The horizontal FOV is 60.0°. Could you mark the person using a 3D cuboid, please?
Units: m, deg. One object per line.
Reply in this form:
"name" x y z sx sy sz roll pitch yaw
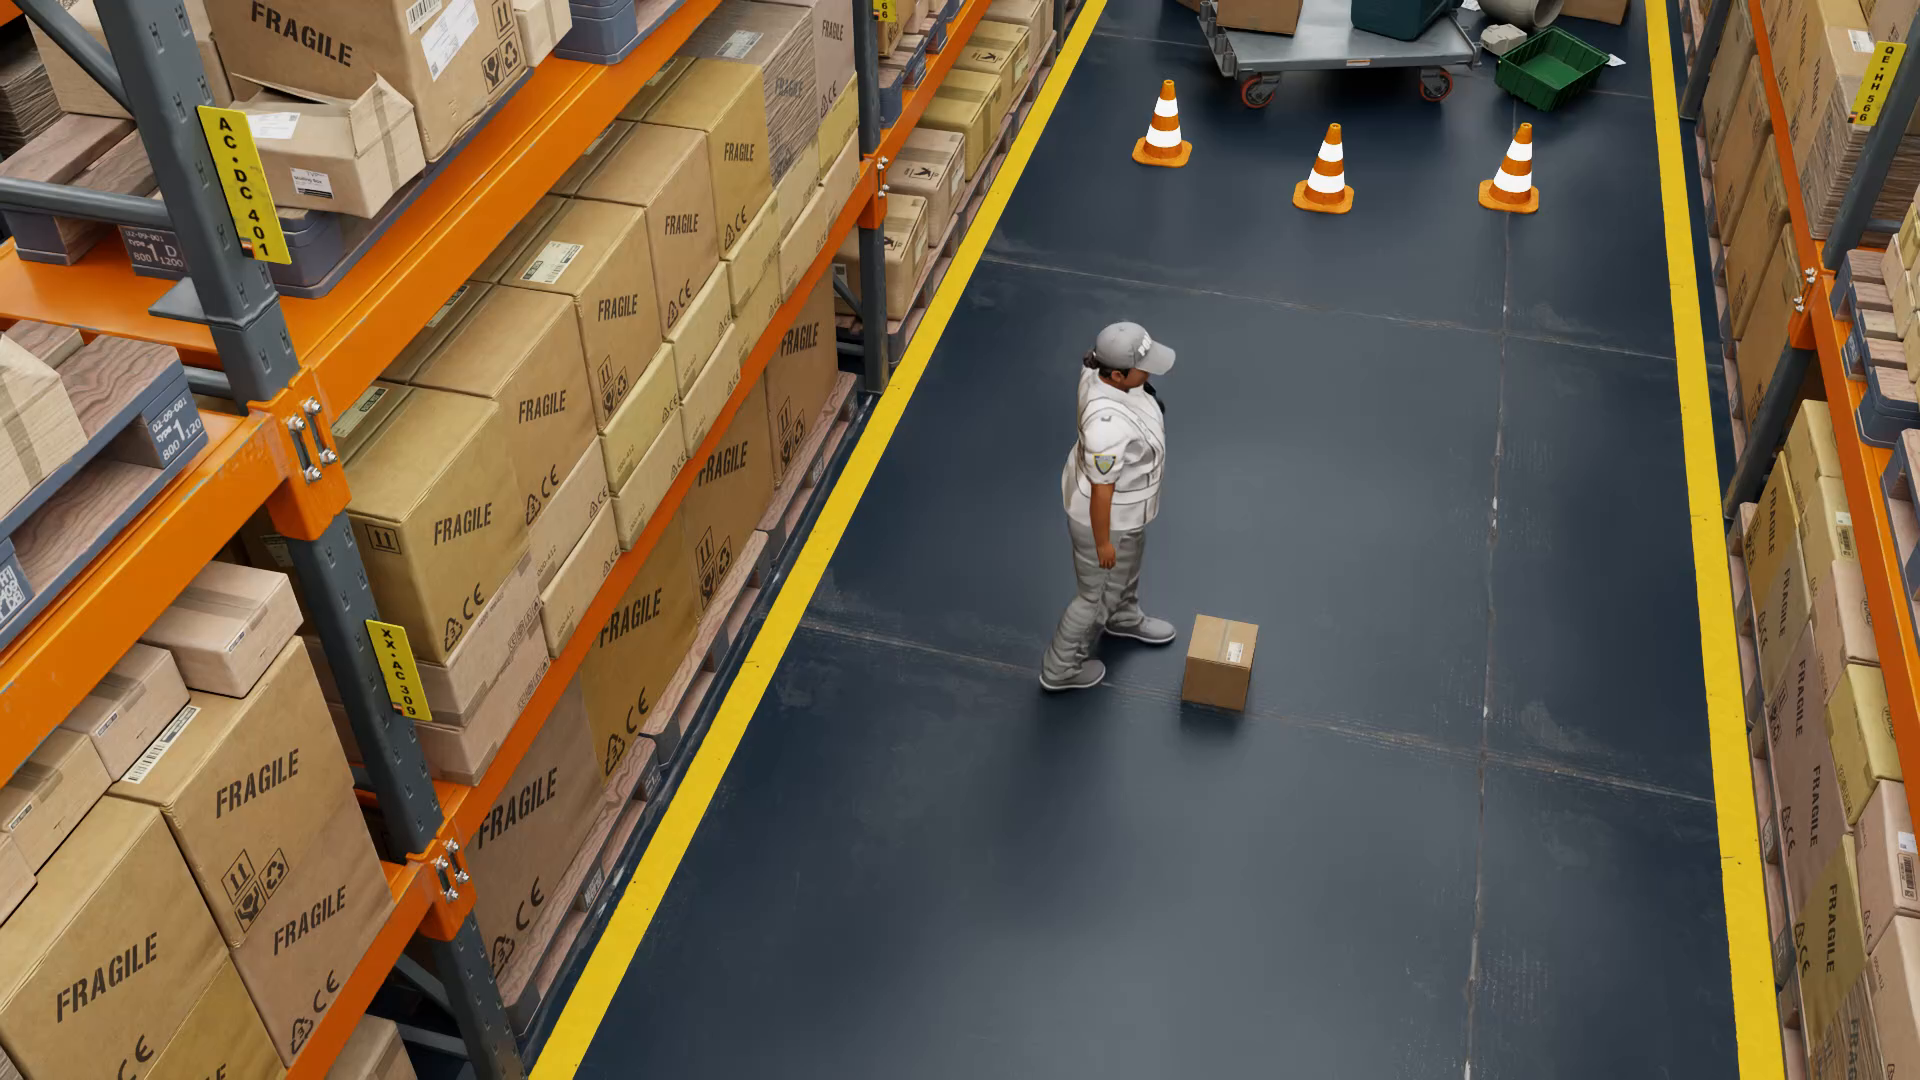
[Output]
"person" 0.609 -0.134 6.312 0.577 1.670 0.485 0 41 1
